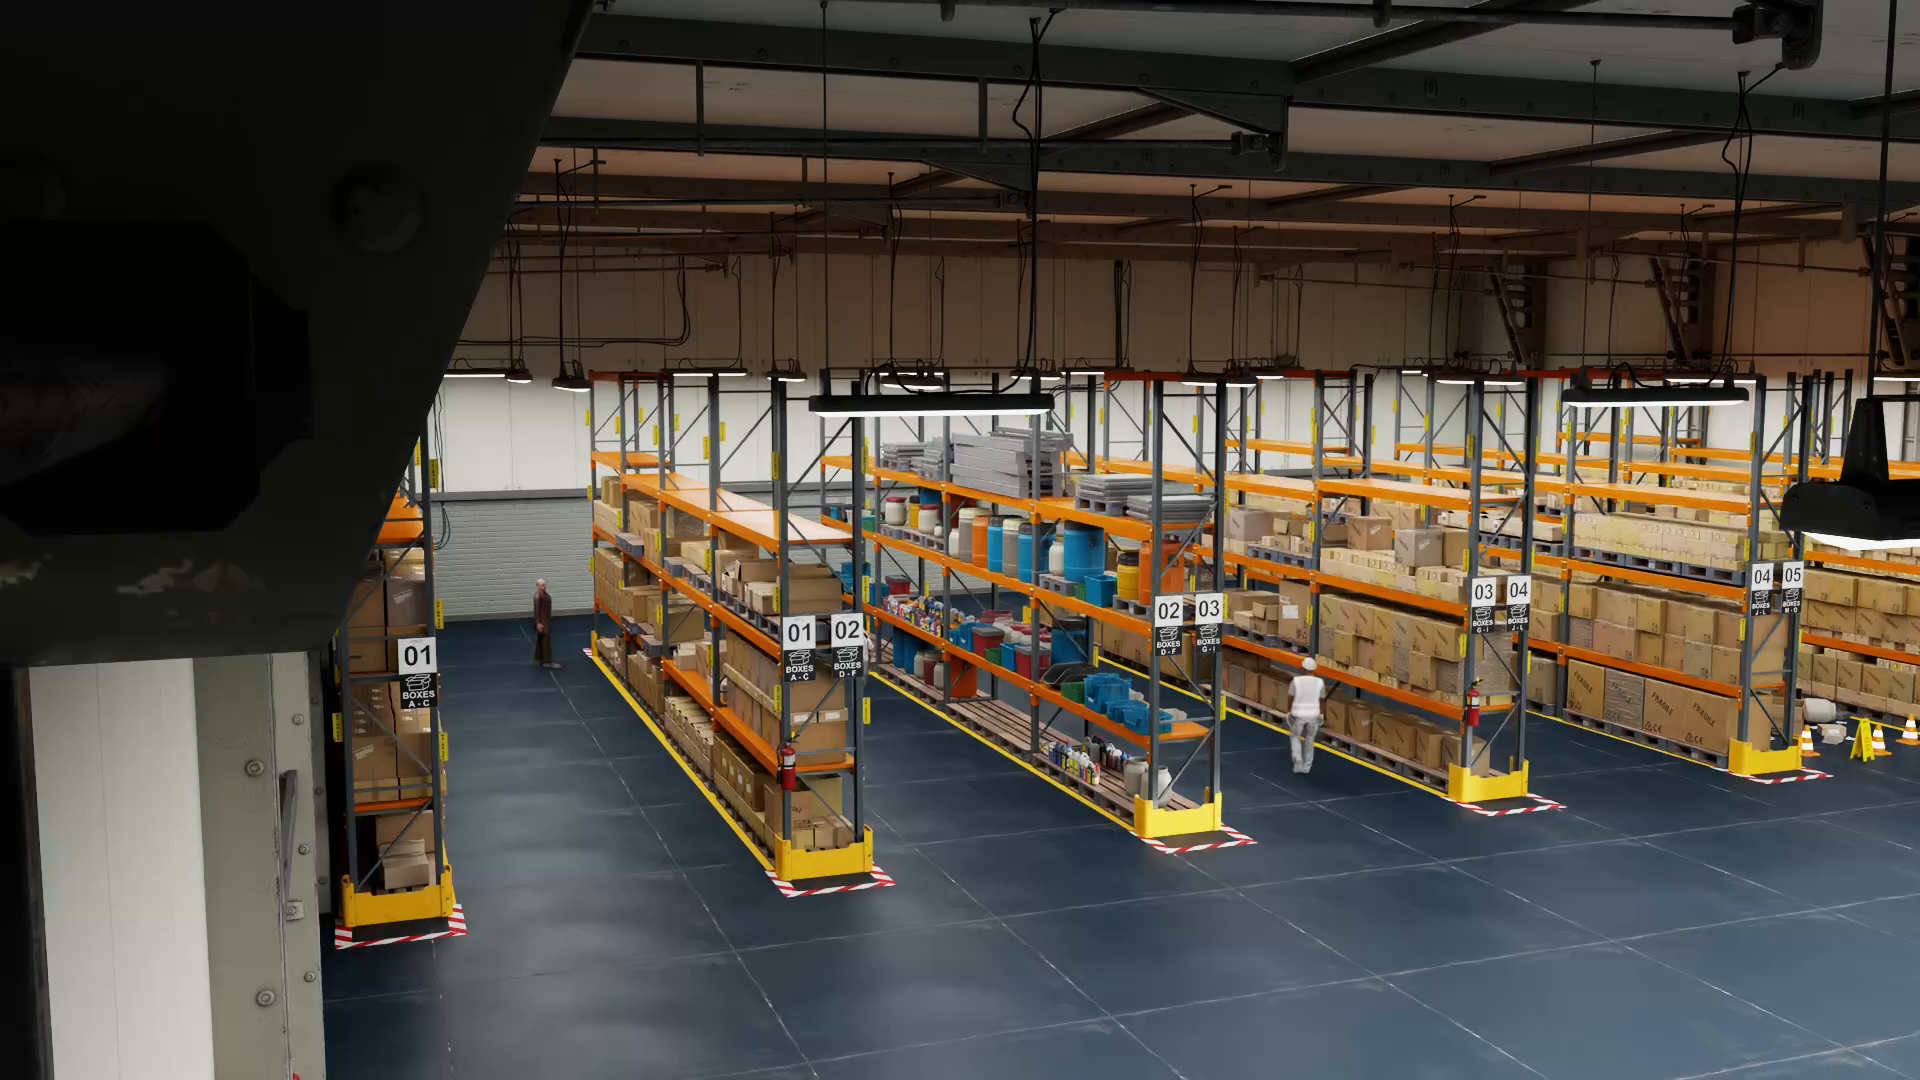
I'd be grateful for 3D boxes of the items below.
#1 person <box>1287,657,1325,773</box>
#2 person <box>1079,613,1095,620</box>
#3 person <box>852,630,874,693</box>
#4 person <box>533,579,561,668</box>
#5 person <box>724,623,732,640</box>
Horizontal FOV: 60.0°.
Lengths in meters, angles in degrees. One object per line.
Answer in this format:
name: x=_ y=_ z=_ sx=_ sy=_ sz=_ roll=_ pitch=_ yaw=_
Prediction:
person: x=5.200 y=2.649 z=25.015 sx=0.565 sy=1.776 sz=0.669 roll=1 pitch=7 yaw=13
person: x=2.396 y=1.888 z=32.274 sx=0.513 sy=1.674 sz=0.504 roll=-1 pitch=6 yaw=-11
person: x=-1.827 y=2.194 z=29.545 sx=0.656 sy=1.731 sz=0.805 roll=-2 pitch=7 yaw=-14
person: x=-8.397 y=1.680 z=33.780 sx=0.573 sy=1.800 sz=0.600 roll=-1 pitch=6 yaw=-8
person: x=-4.316 y=1.805 z=32.915 sx=0.675 sy=1.724 sz=1.072 roll=-3 pitch=7 yaw=-24
